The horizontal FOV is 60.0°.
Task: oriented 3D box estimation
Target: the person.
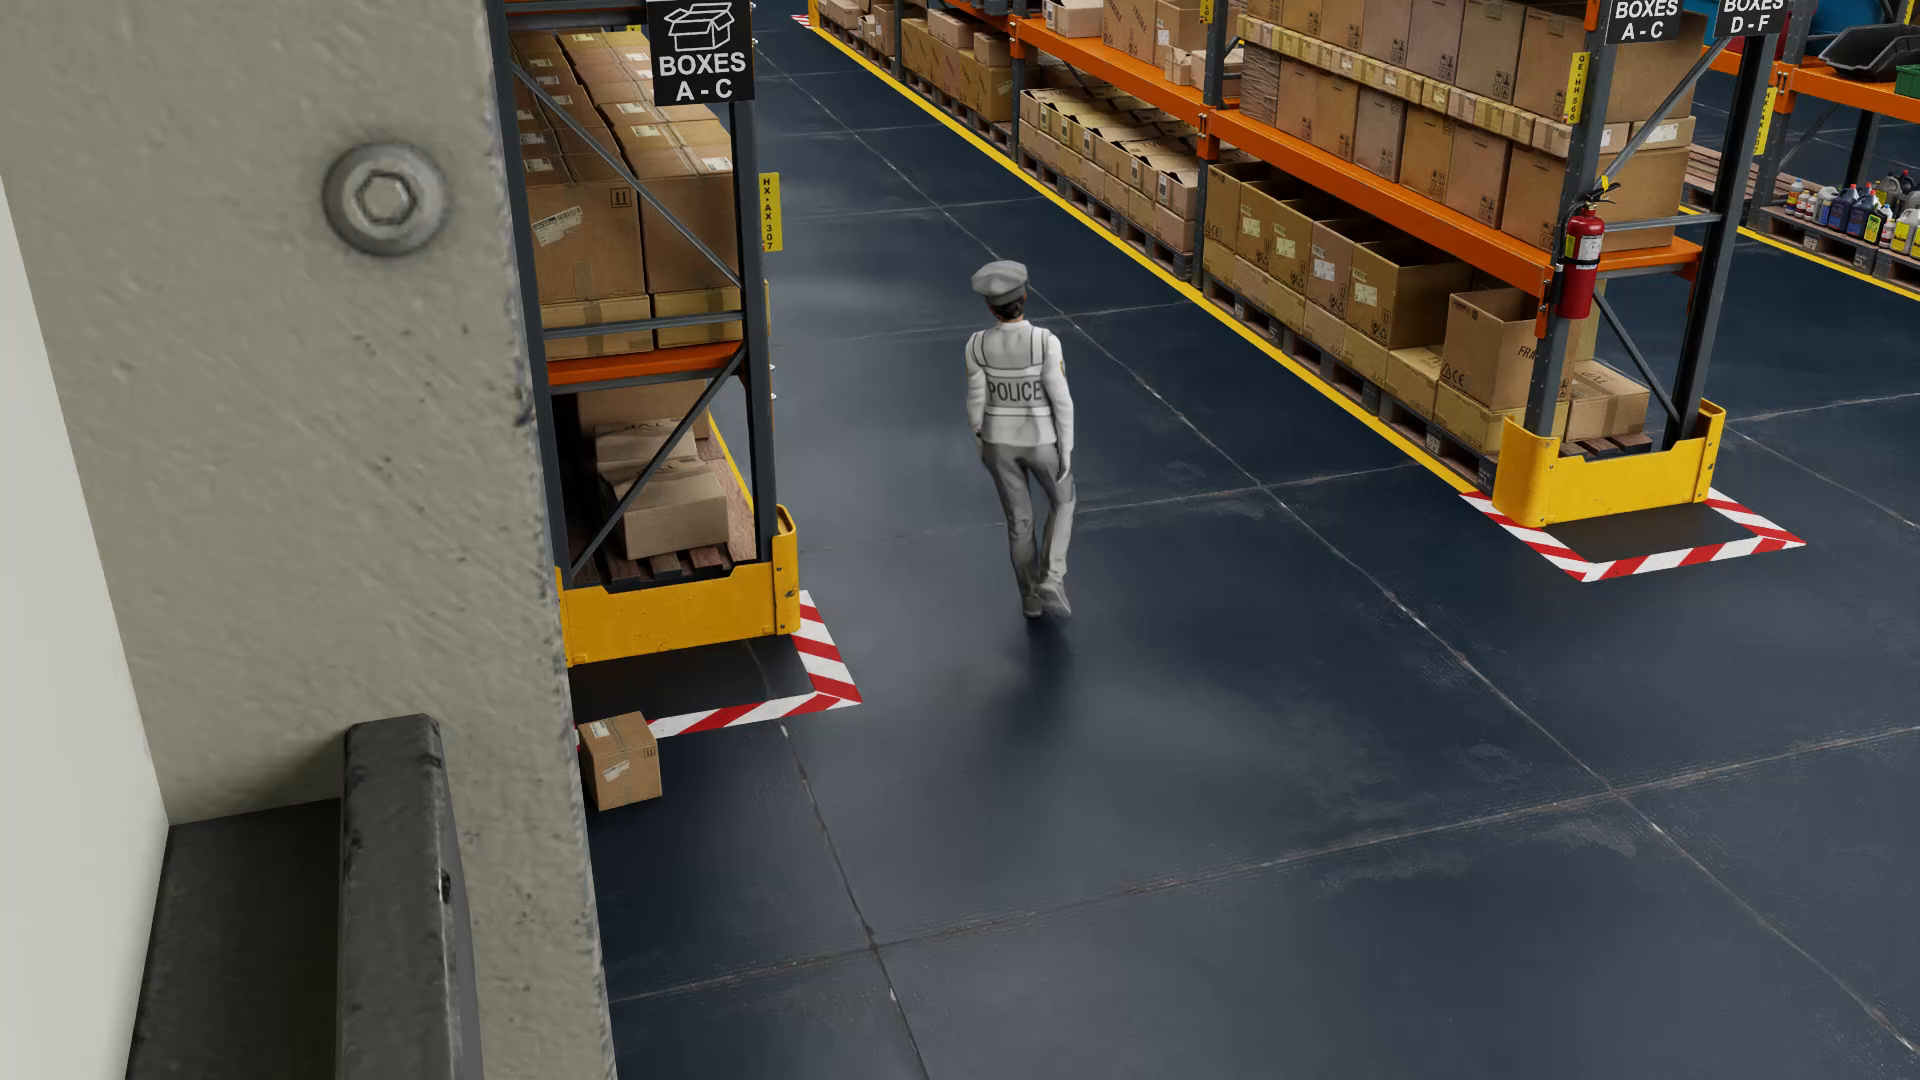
[{"bbox_3d":[0.274,-0.410,7.386,0.504,1.652,0.453,4,27,8],"label":"person"}]
